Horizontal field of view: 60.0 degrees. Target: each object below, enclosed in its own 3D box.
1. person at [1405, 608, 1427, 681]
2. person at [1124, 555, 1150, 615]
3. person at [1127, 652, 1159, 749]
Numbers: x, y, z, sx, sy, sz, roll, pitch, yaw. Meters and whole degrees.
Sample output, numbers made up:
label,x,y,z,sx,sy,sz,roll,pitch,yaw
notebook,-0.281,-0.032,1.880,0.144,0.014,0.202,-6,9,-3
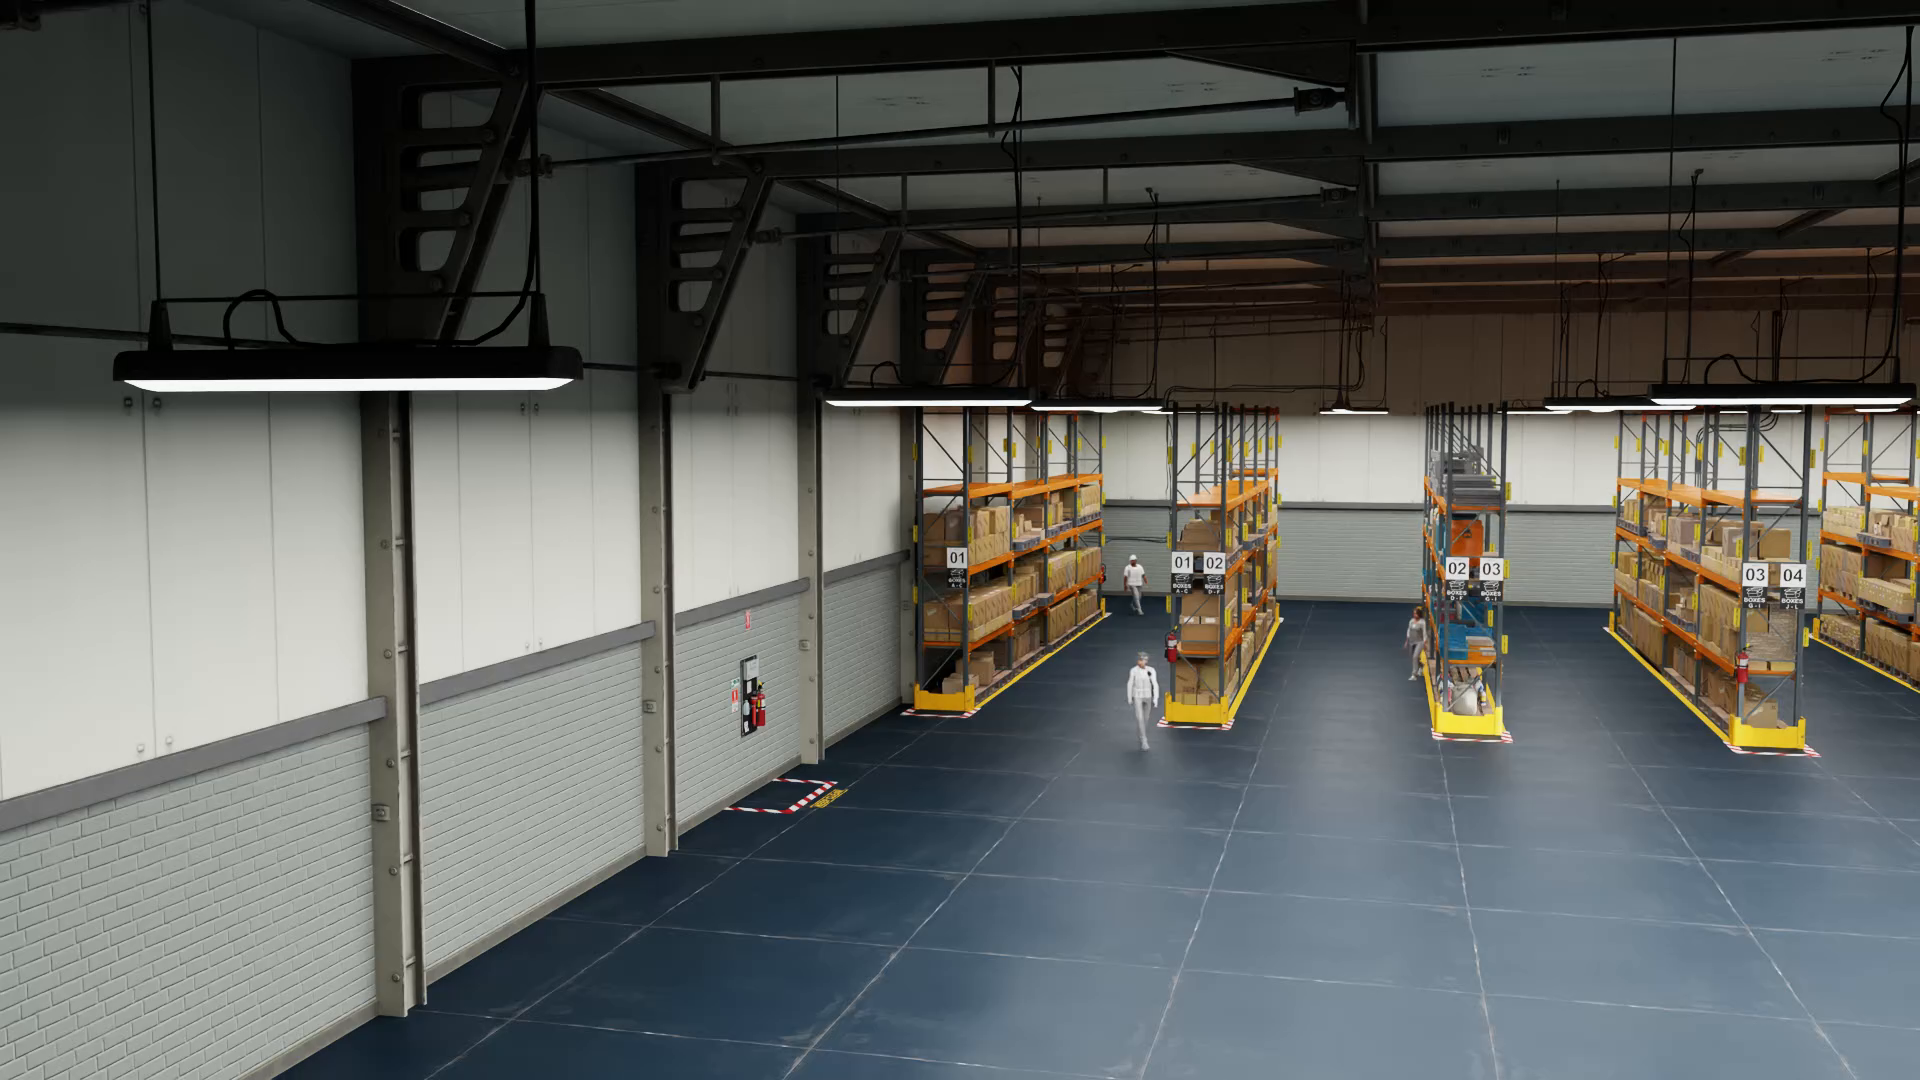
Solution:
label,x,y,z,sx,sy,sz,roll,pitch,yaw
person,9.971,2.251,36.203,0.440,1.553,0.877,4,6,43
person,5.103,1.298,48.146,0.672,1.730,0.917,-2,4,-20
person,3.189,2.755,28.835,0.514,1.631,0.923,0,4,-5
